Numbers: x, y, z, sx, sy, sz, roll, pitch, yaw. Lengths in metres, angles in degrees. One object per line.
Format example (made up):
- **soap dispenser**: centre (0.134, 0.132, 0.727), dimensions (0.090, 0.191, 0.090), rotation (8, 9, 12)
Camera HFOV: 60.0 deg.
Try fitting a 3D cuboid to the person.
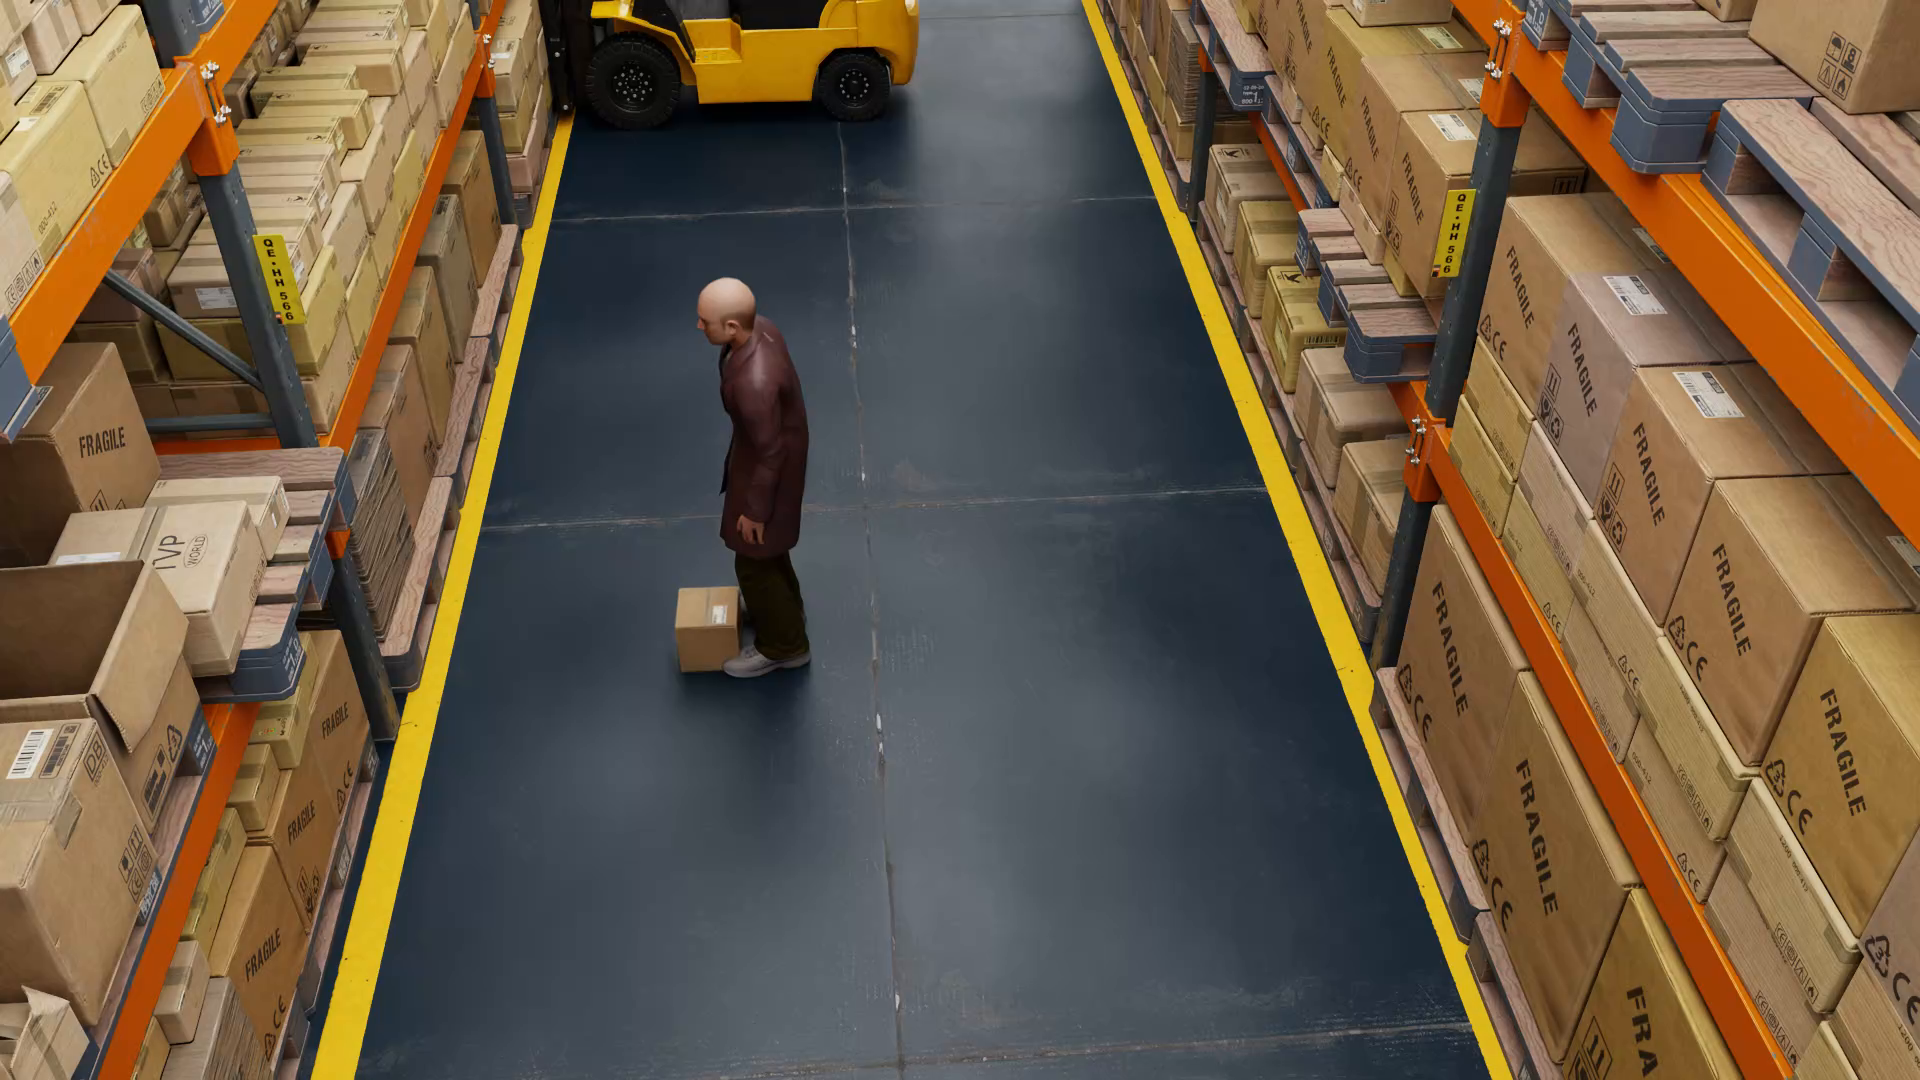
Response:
- **person**: centre (-0.791, -0.244, 6.471), dimensions (0.427, 1.773, 0.631), rotation (-5, 39, -6)
